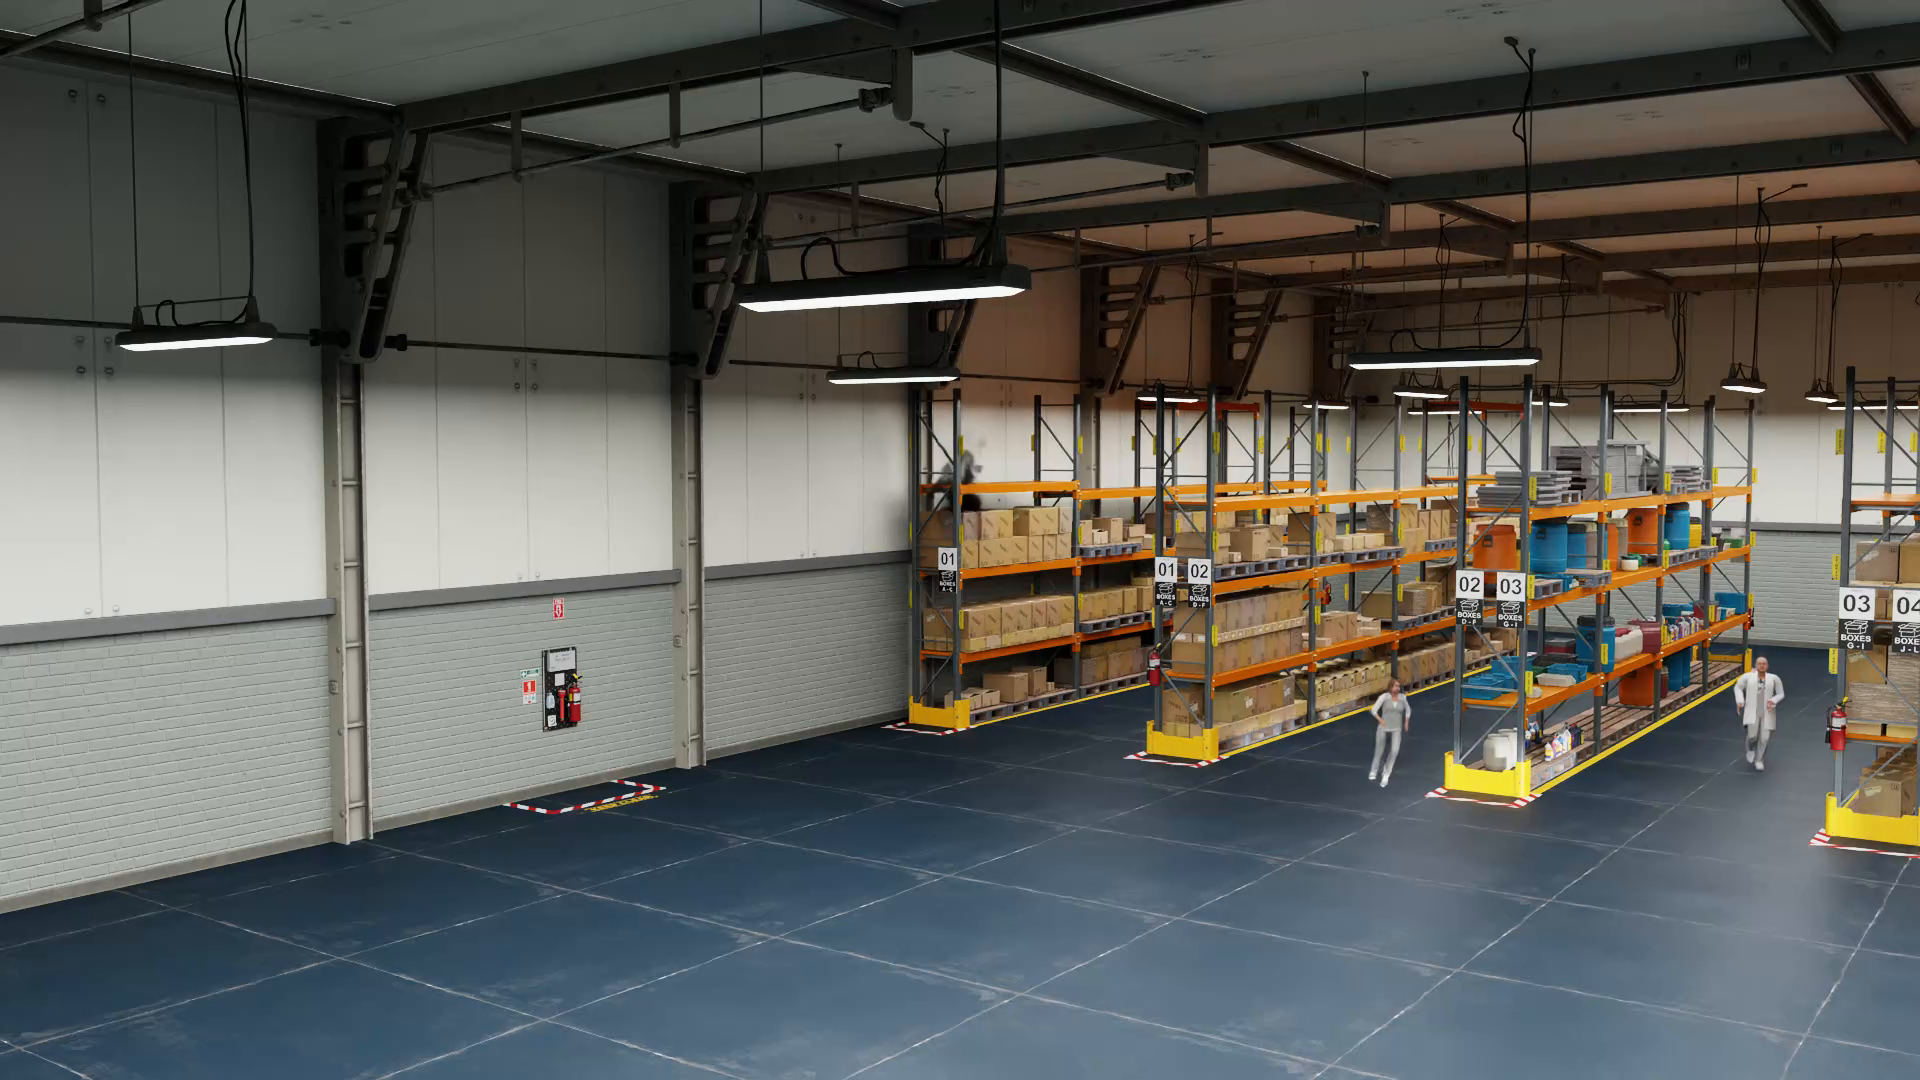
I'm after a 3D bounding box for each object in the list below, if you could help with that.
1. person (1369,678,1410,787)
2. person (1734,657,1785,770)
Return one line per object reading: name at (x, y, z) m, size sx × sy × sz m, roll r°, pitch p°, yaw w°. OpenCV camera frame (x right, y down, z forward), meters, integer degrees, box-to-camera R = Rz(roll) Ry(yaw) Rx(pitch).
person at (6.356, 2.824, 24.521) m, size 0.601 × 1.587 × 0.615 m, roll 0°, pitch 3°, yaw 6°
person at (12.323, 2.674, 25.635) m, size 0.705 × 1.734 × 0.628 m, roll 1°, pitch 4°, yaw 22°
